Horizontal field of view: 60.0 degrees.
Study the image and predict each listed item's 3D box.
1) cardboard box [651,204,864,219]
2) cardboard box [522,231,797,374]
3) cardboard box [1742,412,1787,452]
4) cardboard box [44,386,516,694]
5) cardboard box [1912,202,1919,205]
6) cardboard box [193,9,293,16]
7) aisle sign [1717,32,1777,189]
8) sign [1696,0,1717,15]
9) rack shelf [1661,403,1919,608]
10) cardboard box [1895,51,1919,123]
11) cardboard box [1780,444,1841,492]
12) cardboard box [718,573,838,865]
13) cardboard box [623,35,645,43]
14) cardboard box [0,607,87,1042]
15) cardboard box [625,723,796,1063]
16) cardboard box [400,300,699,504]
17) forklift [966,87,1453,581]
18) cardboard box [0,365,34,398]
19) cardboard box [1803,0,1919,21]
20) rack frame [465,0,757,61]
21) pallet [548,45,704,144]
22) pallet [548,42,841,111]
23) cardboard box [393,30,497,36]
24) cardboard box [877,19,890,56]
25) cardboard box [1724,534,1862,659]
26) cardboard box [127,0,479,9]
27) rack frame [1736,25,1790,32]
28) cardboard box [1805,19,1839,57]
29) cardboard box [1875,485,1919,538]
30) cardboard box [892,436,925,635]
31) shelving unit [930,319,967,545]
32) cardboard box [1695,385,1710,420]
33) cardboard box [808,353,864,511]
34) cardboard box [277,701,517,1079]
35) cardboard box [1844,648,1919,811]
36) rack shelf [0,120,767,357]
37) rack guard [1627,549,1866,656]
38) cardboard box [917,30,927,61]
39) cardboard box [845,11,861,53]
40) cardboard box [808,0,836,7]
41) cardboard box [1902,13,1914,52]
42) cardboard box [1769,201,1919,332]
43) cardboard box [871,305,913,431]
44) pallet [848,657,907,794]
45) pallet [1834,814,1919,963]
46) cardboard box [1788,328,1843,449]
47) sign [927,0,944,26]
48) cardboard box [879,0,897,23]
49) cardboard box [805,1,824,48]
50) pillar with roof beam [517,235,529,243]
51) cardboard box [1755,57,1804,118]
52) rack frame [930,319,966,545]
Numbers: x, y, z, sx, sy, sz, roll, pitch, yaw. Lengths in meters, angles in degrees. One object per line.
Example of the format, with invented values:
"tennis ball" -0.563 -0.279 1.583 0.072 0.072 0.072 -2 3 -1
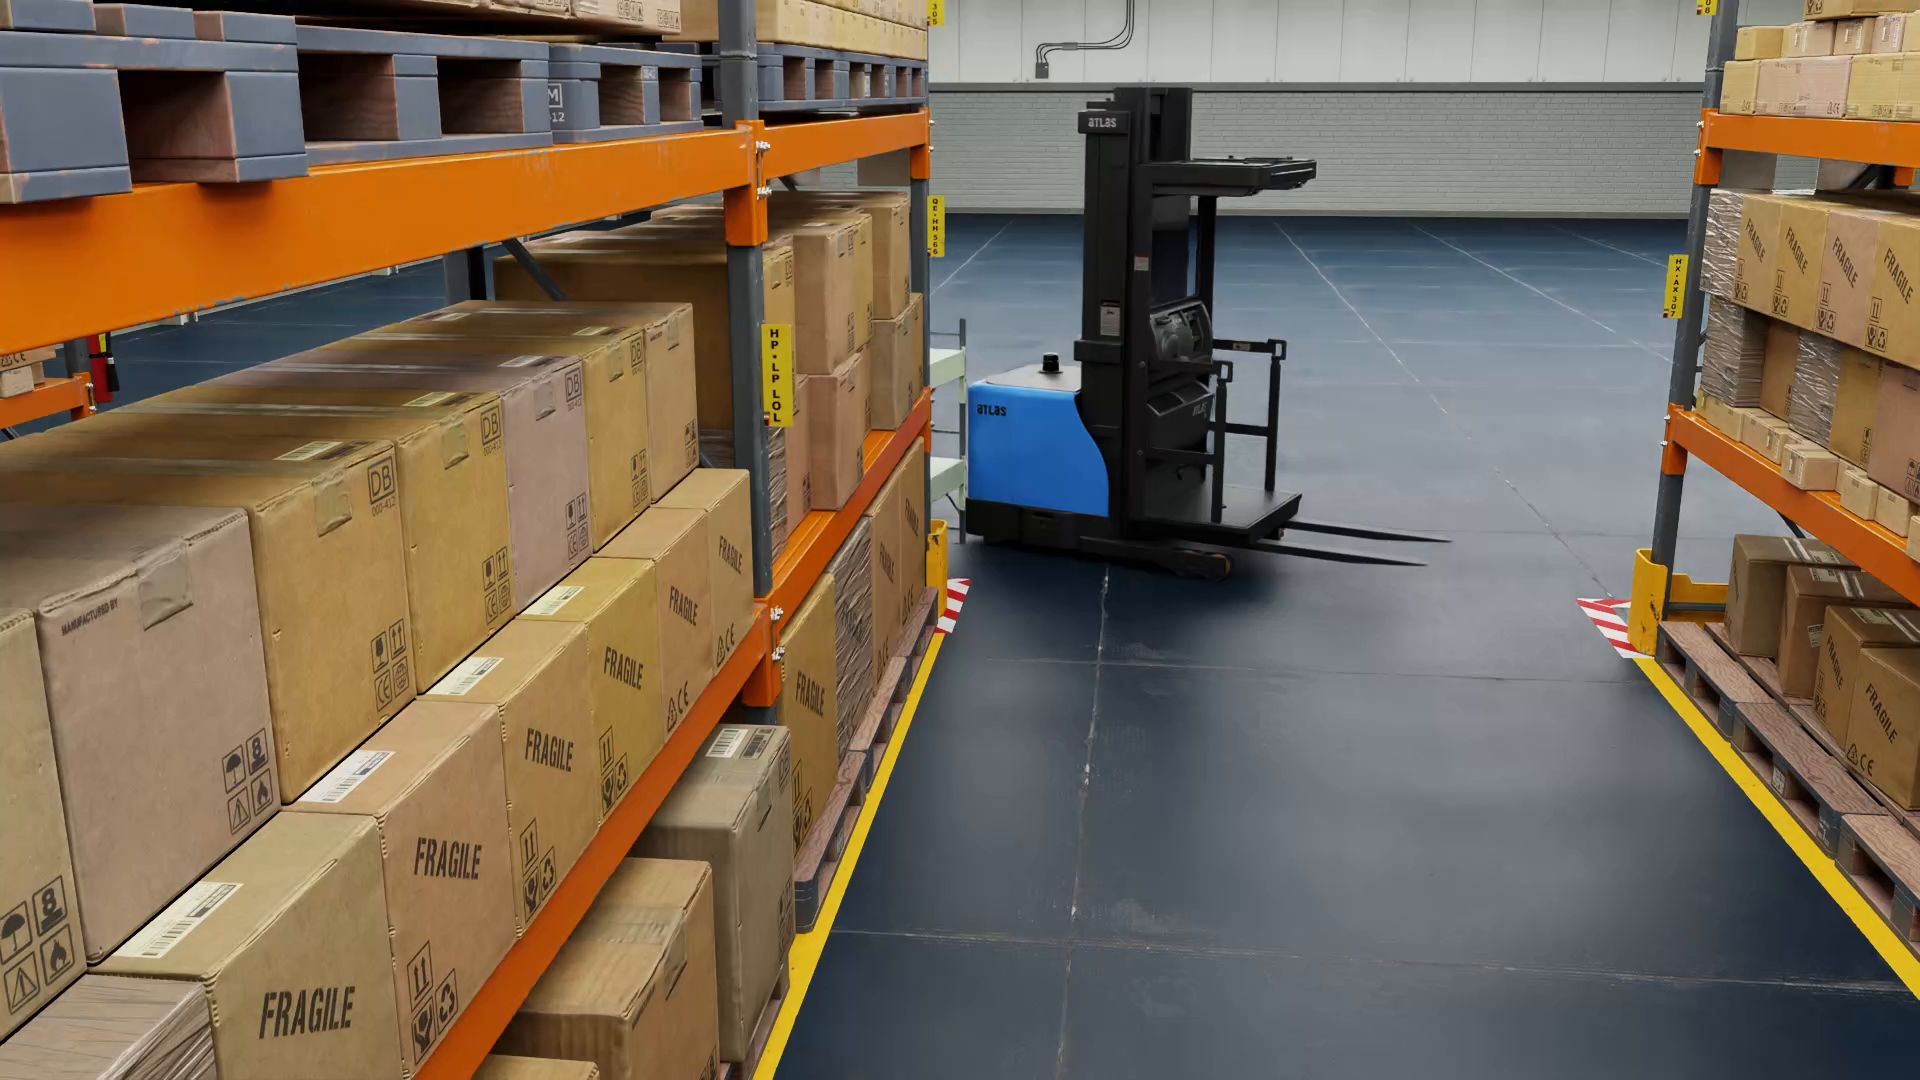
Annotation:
"cardboard box" -0.920 -1.262 7.725 0.875 0.550 0.550 2 15 6
"cardboard box" -1.100 -0.847 6.190 0.875 0.550 0.550 2 15 6
"cardboard box" 3.879 -0.495 7.727 0.380 0.149 0.250 2 15 6
"cardboard box" -1.344 -0.019 3.378 0.700 0.500 0.500 2 15 6
"cardboard box" 4.320 -1.142 6.964 0.500 0.500 0.500 2 15 6
"cardboard box" -1.544 -1.167 3.247 0.396 0.266 0.258 2 15 6
"aisle sign" 3.955 -2.157 8.413 0.394 0.787 0.004 2 15 6
"sign" 3.707 -2.763 8.213 0.100 0.325 0.005 2 15 6
"rack shelf" 4.020 -0.011 6.836 1.077 0.370 4.000 2 15 6
"cardboard box" 3.708 -1.609 5.906 0.500 0.250 0.500 2 15 6
"cardboard box" 3.711 -0.303 7.017 0.380 0.149 0.250 2 15 6
"cardboard box" -0.982 0.650 6.279 0.875 0.875 0.875 2 15 7
"cardboard box" -1.343 -1.826 5.908 0.380 0.149 0.250 2 15 7
"cardboard box" -1.513 0.378 1.910 0.700 0.500 0.500 2 15 6
"cardboard box" -1.103 1.035 5.094 1.050 0.750 0.750 2 15 6
"cardboard box" -1.173 -0.414 4.840 0.700 0.500 0.500 1 15 5
"forklift" 1.576 -1.319 10.426 3.031 2.935 1.130 8 17 28
"cardboard box" -5.349 -0.876 9.135 0.380 0.149 0.250 2 15 6
"cardboard box" 3.810 -2.381 6.757 0.500 0.500 0.500 2 15 6
"rack frame" -1.122 -2.908 4.677 1.000 3.000 0.127 2 15 6
"pallet" -1.177 -1.129 4.209 0.805 0.209 1.217 1 15 4
"pallet" -1.020 -1.629 5.864 1.003 0.211 1.213 2 15 6
"cardboard box" -1.439 -1.497 4.467 0.258 0.266 0.396 1 15 5
"cardboard box" -0.516 -2.202 7.296 0.380 0.149 0.250 2 15 7
"cardboard box" 4.159 0.288 8.334 0.500 0.500 0.500 5 16 17
"cardboard box" -1.159 -1.075 2.819 0.500 0.311 0.500 1 15 5
"rack frame" 4.243 -3.773 7.877 0.949 2.616 0.053 2 15 6
"cardboard box" 3.821 -2.116 7.017 0.380 0.149 0.250 2 15 6
"cardboard box" 3.717 -0.106 6.288 0.380 0.149 0.250 2 15 6
"cardboard box" -0.682 -0.049 8.862 0.875 0.875 0.875 2 15 7
"shelving unit" -0.283 -0.620 10.582 0.431 1.500 0.755 6 16 20
"cardboard box" 3.977 -0.689 8.445 0.380 0.149 0.250 2 15 6
"cardboard box" -0.875 -0.461 6.831 0.875 0.550 0.550 2 15 6
"cardboard box" -1.143 0.606 2.984 0.500 0.500 0.500 2 15 6
"cardboard box" 3.928 0.749 6.628 0.500 0.500 0.500 0 15 1
"rack shelf" -1.348 -0.594 3.245 1.077 0.370 4.000 2 15 6
"rack guard" 4.237 0.349 8.913 1.175 0.500 0.348 2 15 6
"cardboard box" -0.372 -2.531 8.515 0.380 0.149 0.250 2 15 6
"cardboard box" -0.602 -2.005 6.568 0.380 0.149 0.250 2 15 6
"cardboard box" -0.734 -2.032 5.905 0.500 0.250 0.500 2 15 6
"cardboard box" 3.806 -1.910 6.256 0.380 0.149 0.250 1 15 4
"cardboard box" 3.795 -1.158 7.021 0.500 0.500 0.500 2 15 6
"cardboard box" -0.708 -0.881 8.387 0.875 0.550 0.550 2 15 6
"pallet" -0.824 0.822 7.719 1.003 0.211 1.213 2 15 6
"pallet" 3.835 1.331 5.835 1.003 0.211 1.213 2 15 6
"cardboard box" 4.120 -0.666 7.116 0.875 0.500 0.500 2 15 6
"sign" -0.133 -2.867 8.728 0.100 0.325 0.005 2 15 6
"cardboard box" -0.563 -2.425 7.358 0.500 0.250 0.500 2 15 6
"cardboard box" -0.687 -1.806 5.834 0.380 0.149 0.250 2 15 6
"pillar with roof beam" -4.522 -10.154 31.475 9.100 9.000 0.400 2 15 6
"cardboard box" 3.883 -2.002 7.359 0.500 0.250 0.500 1 15 5
"rack frame" -0.154 -0.709 10.912 0.400 1.500 0.023 6 16 20
